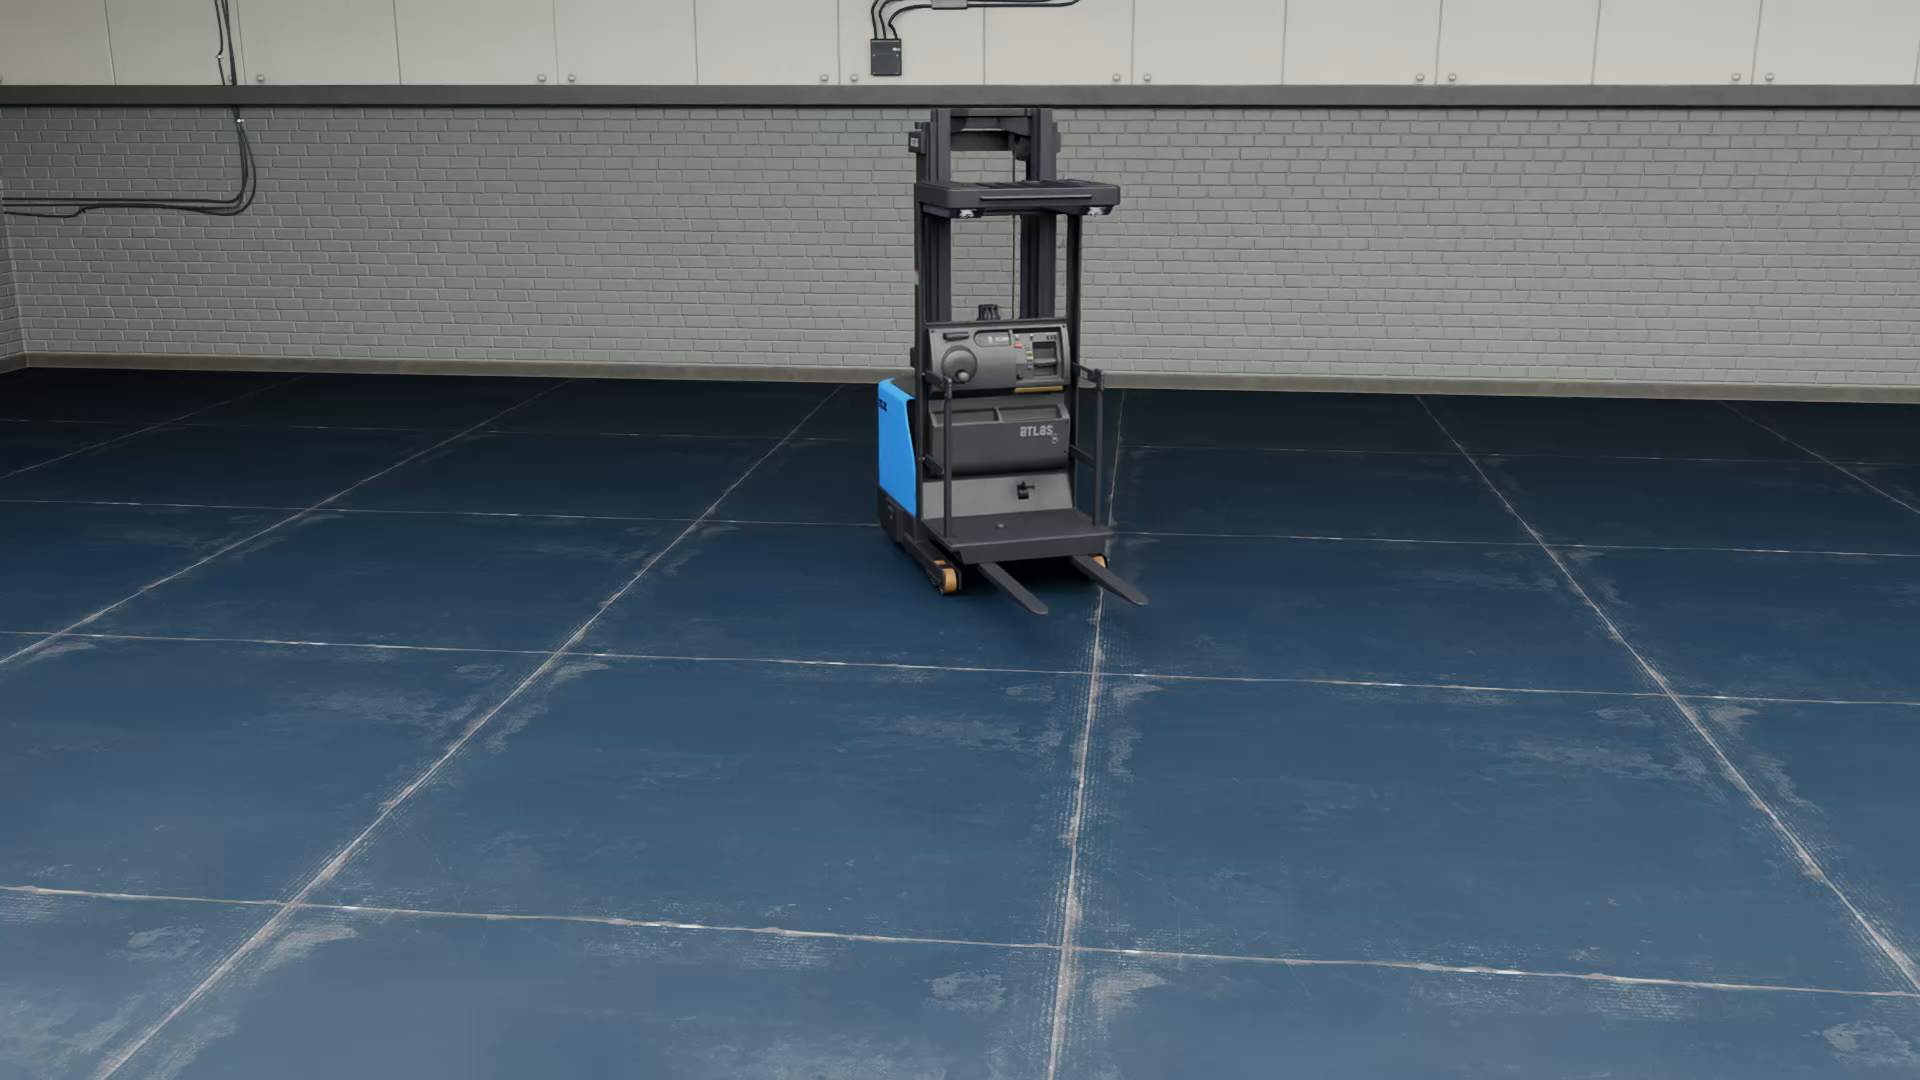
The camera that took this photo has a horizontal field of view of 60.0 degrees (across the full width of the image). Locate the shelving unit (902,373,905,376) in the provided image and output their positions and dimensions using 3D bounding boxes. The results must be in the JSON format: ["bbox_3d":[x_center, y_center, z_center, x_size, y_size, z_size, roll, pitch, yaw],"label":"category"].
[{"bbox_3d":[-0.288,-0.684,12.182,0.215,1.050,0.252,-5,16,-16],"label":"shelving unit"}]

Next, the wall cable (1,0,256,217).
[{"bbox_3d":[-9.192,-4.767,18.002,3.097,2.526,0.112,2,15,6],"label":"wall cable"}]

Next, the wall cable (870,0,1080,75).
[{"bbox_3d":[0.239,-7.624,16.103,2.305,6.003,0.169,2,15,6],"label":"wall cable"}]

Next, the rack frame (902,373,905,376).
[{"bbox_3d":[-0.323,-0.715,12.295,0.200,1.050,0.008,-5,16,-16],"label":"rack frame"}]

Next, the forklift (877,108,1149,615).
[{"bbox_3d":[0.319,-1.191,10.452,1.130,2.935,3.031,-5,16,-16],"label":"forklift"}]
